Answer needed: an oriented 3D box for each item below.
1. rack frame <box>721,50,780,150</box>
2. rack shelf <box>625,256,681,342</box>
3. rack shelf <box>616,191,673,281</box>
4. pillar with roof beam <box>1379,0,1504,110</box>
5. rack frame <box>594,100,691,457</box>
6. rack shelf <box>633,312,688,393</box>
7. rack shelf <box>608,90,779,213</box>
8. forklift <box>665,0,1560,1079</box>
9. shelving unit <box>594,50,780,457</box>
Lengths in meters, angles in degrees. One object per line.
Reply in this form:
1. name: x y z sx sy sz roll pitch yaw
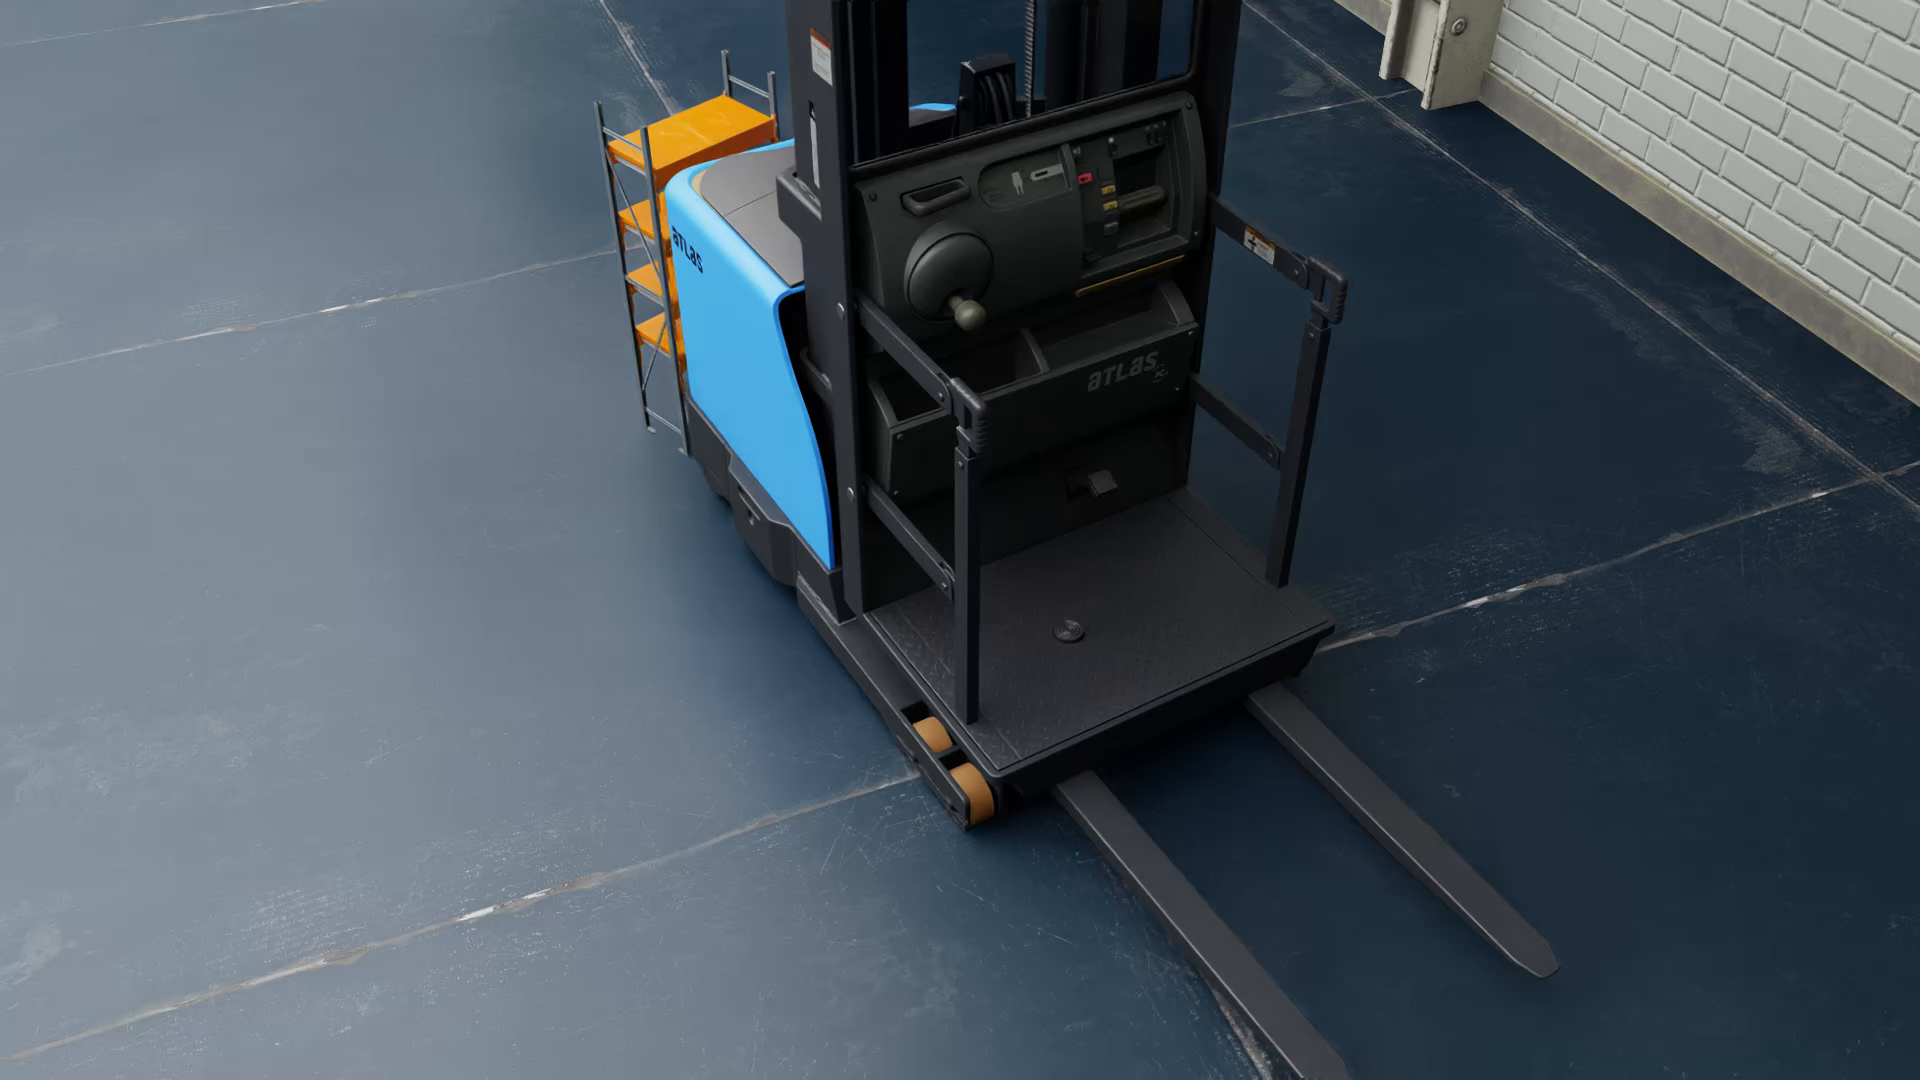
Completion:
1. rack frame: -0.654 -1.018 5.514 0.240 1.200 0.015 32 50 32
2. rack shelf: -0.823 -0.853 5.425 0.258 0.148 0.480 32 50 32
3. rack shelf: -0.823 -1.023 5.279 0.258 0.148 0.480 32 50 32
4. pillar with roof beam: -1.803 -4.434 3.505 9.100 9.000 0.400 -15 43 -17
5. rack frame: -0.993 -0.790 5.248 0.240 1.200 0.015 32 50 32
6. rack shelf: -0.823 -0.703 5.554 0.258 0.148 0.480 32 50 32
7. rack shelf: -0.823 -1.202 5.125 0.258 0.148 0.480 32 50 32
8. forklift: 0.306 -0.707 3.824 1.130 2.935 3.031 -21 45 -23
9. shelving unit: -0.823 -0.904 5.381 0.258 1.200 0.503 32 50 32
